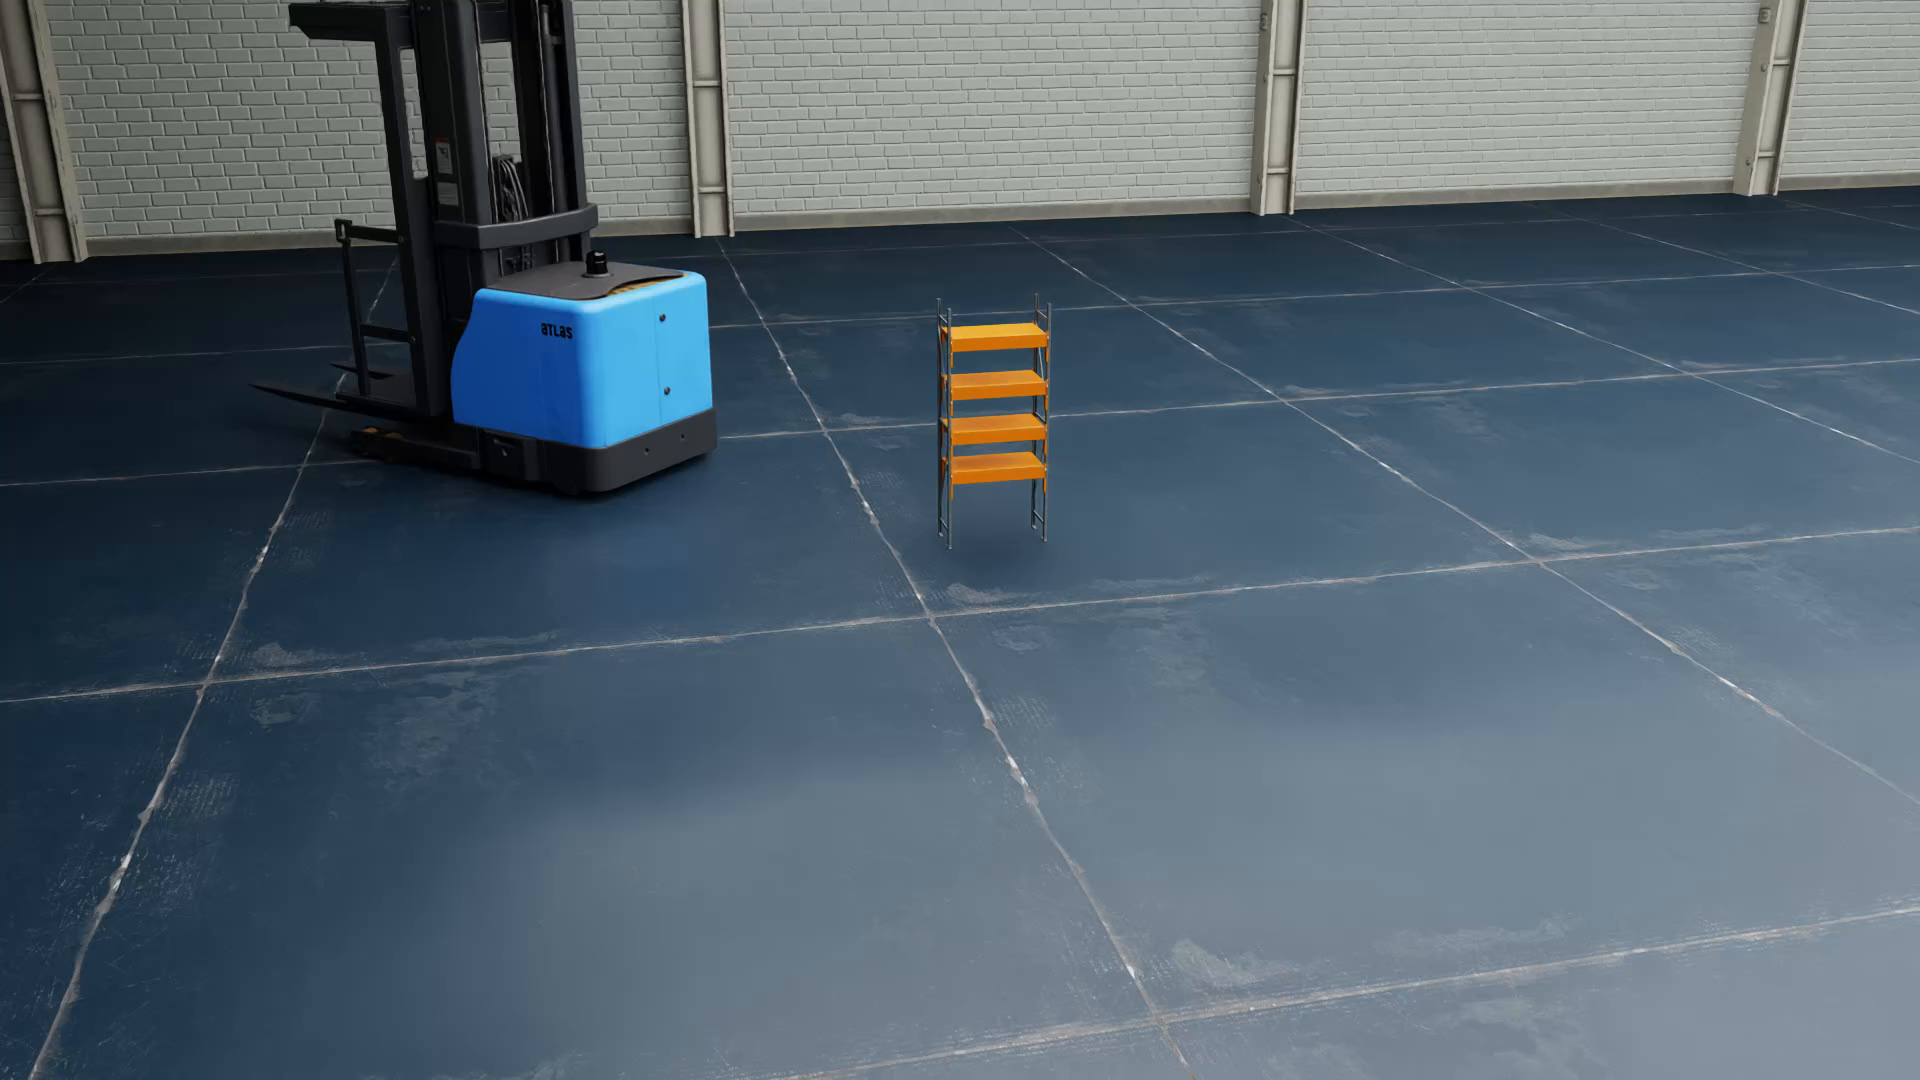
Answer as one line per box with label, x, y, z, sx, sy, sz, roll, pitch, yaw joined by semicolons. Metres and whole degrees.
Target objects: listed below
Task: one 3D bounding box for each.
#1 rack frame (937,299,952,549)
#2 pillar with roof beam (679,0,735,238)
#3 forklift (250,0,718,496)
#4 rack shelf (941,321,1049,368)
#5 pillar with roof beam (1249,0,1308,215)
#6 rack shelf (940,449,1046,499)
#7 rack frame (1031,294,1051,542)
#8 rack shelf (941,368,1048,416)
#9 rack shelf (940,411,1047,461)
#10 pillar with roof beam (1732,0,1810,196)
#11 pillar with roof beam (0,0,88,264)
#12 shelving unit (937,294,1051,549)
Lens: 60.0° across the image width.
rack frame;-0.076;-0.557;8.091;0.015;1.200;0.240;-5;21;-12
pillar with roof beam;-1.483;-5.852;11.206;0.400;9.000;9.100;-5;21;-12
forklift;-2.929;-1.968;9.427;3.031;2.935;1.130;11;23;28
rack shelf;0.161;-0.945;8.009;0.480;0.148;0.258;-5;21;-12
pillar with roof beam;4.356;-6.326;12.502;0.400;9.000;9.100;-5;21;-12
rack shelf;0.161;-0.327;8.235;0.480;0.148;0.258;-5;21;-12
rack frame;0.399;-0.596;8.197;0.015;1.200;0.240;-5;21;-12
rack shelf;0.161;-0.723;8.090;0.480;0.148;0.258;-5;21;-12
rack shelf;0.161;-0.513;8.167;0.480;0.148;0.258;-5;21;-12
pillar with roof beam;10.195;-6.801;13.799;0.400;9.000;9.100;-5;21;-12
pillar with roof beam;-7.322;-5.377;9.909;0.400;9.000;9.100;-5;21;-12
shelving unit;0.161;-0.577;8.144;0.503;1.200;0.258;-5;21;-12
